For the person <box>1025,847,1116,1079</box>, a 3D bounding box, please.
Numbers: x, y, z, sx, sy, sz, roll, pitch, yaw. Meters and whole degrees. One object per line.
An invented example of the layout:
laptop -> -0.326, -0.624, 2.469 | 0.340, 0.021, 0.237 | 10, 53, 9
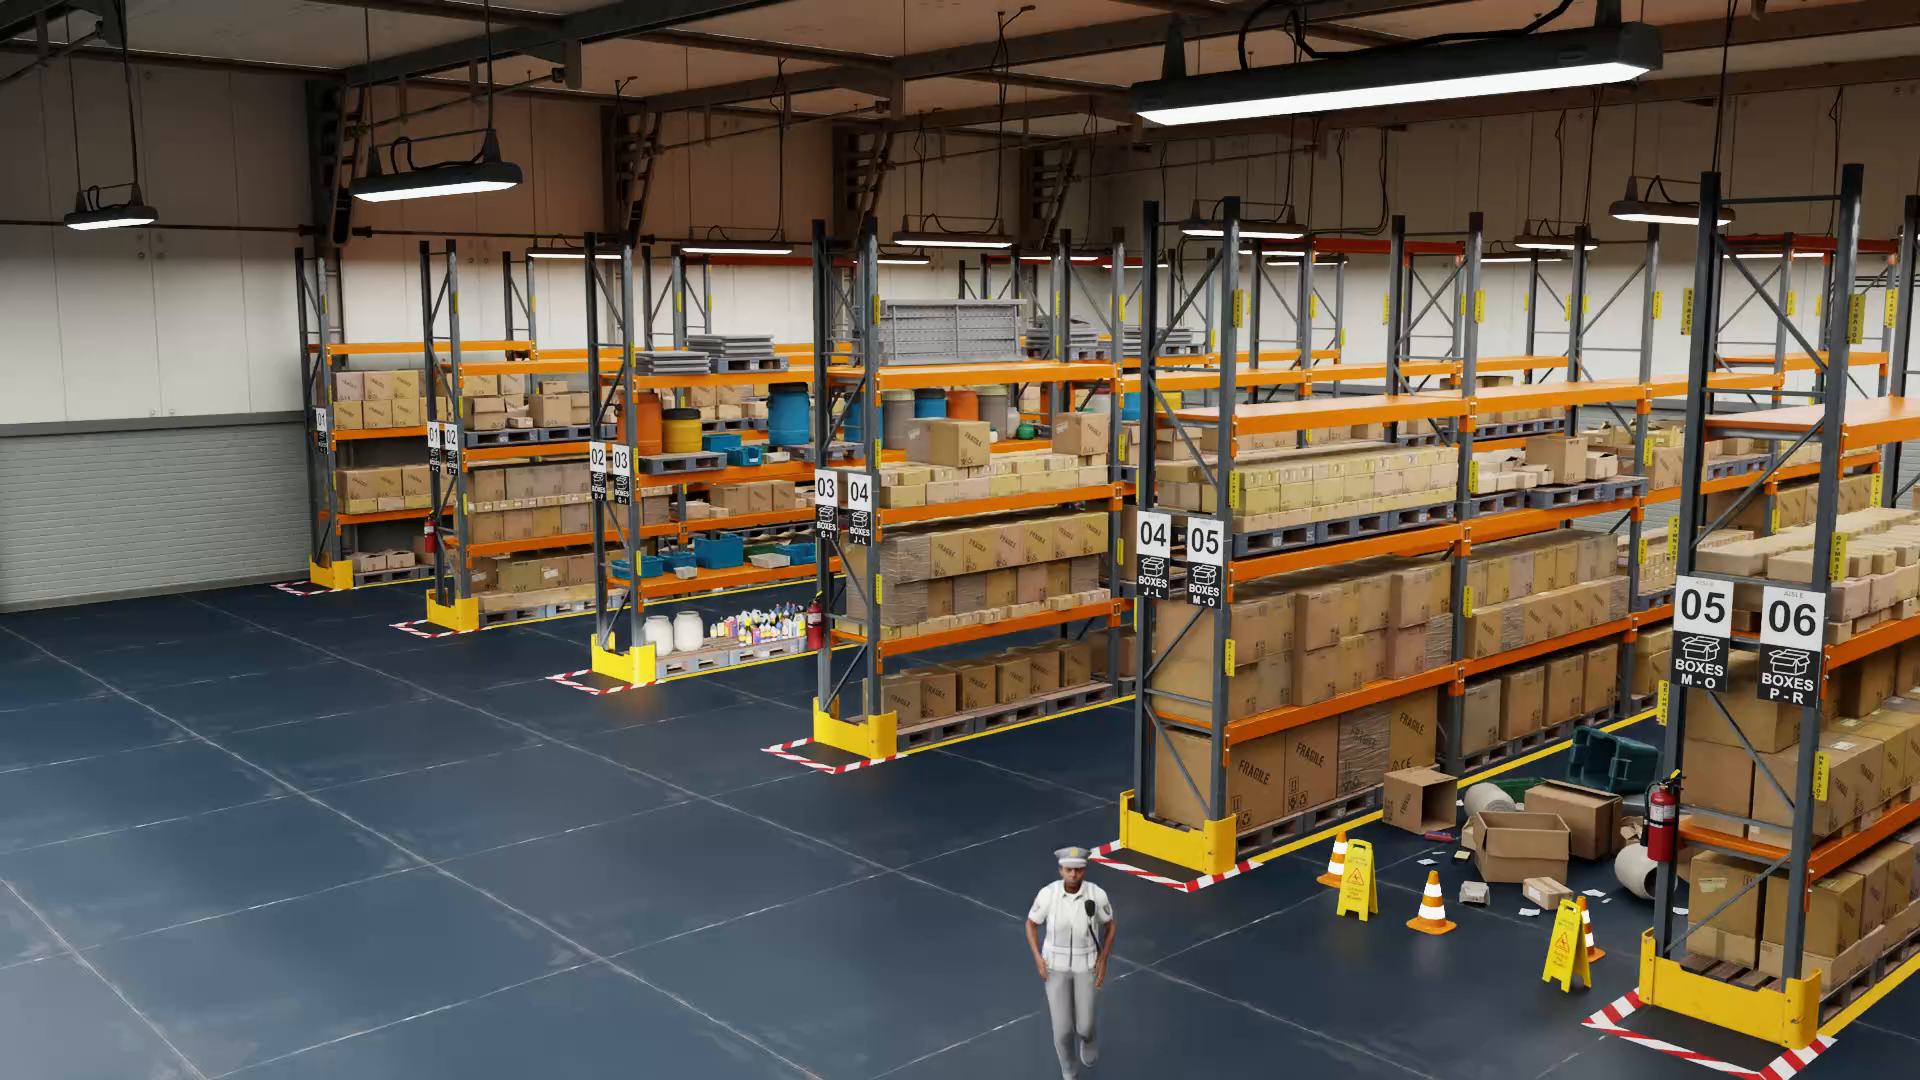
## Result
person -> 0.721, 2.773, 10.886 | 0.594, 1.671, 0.555 | 1, 8, 5
